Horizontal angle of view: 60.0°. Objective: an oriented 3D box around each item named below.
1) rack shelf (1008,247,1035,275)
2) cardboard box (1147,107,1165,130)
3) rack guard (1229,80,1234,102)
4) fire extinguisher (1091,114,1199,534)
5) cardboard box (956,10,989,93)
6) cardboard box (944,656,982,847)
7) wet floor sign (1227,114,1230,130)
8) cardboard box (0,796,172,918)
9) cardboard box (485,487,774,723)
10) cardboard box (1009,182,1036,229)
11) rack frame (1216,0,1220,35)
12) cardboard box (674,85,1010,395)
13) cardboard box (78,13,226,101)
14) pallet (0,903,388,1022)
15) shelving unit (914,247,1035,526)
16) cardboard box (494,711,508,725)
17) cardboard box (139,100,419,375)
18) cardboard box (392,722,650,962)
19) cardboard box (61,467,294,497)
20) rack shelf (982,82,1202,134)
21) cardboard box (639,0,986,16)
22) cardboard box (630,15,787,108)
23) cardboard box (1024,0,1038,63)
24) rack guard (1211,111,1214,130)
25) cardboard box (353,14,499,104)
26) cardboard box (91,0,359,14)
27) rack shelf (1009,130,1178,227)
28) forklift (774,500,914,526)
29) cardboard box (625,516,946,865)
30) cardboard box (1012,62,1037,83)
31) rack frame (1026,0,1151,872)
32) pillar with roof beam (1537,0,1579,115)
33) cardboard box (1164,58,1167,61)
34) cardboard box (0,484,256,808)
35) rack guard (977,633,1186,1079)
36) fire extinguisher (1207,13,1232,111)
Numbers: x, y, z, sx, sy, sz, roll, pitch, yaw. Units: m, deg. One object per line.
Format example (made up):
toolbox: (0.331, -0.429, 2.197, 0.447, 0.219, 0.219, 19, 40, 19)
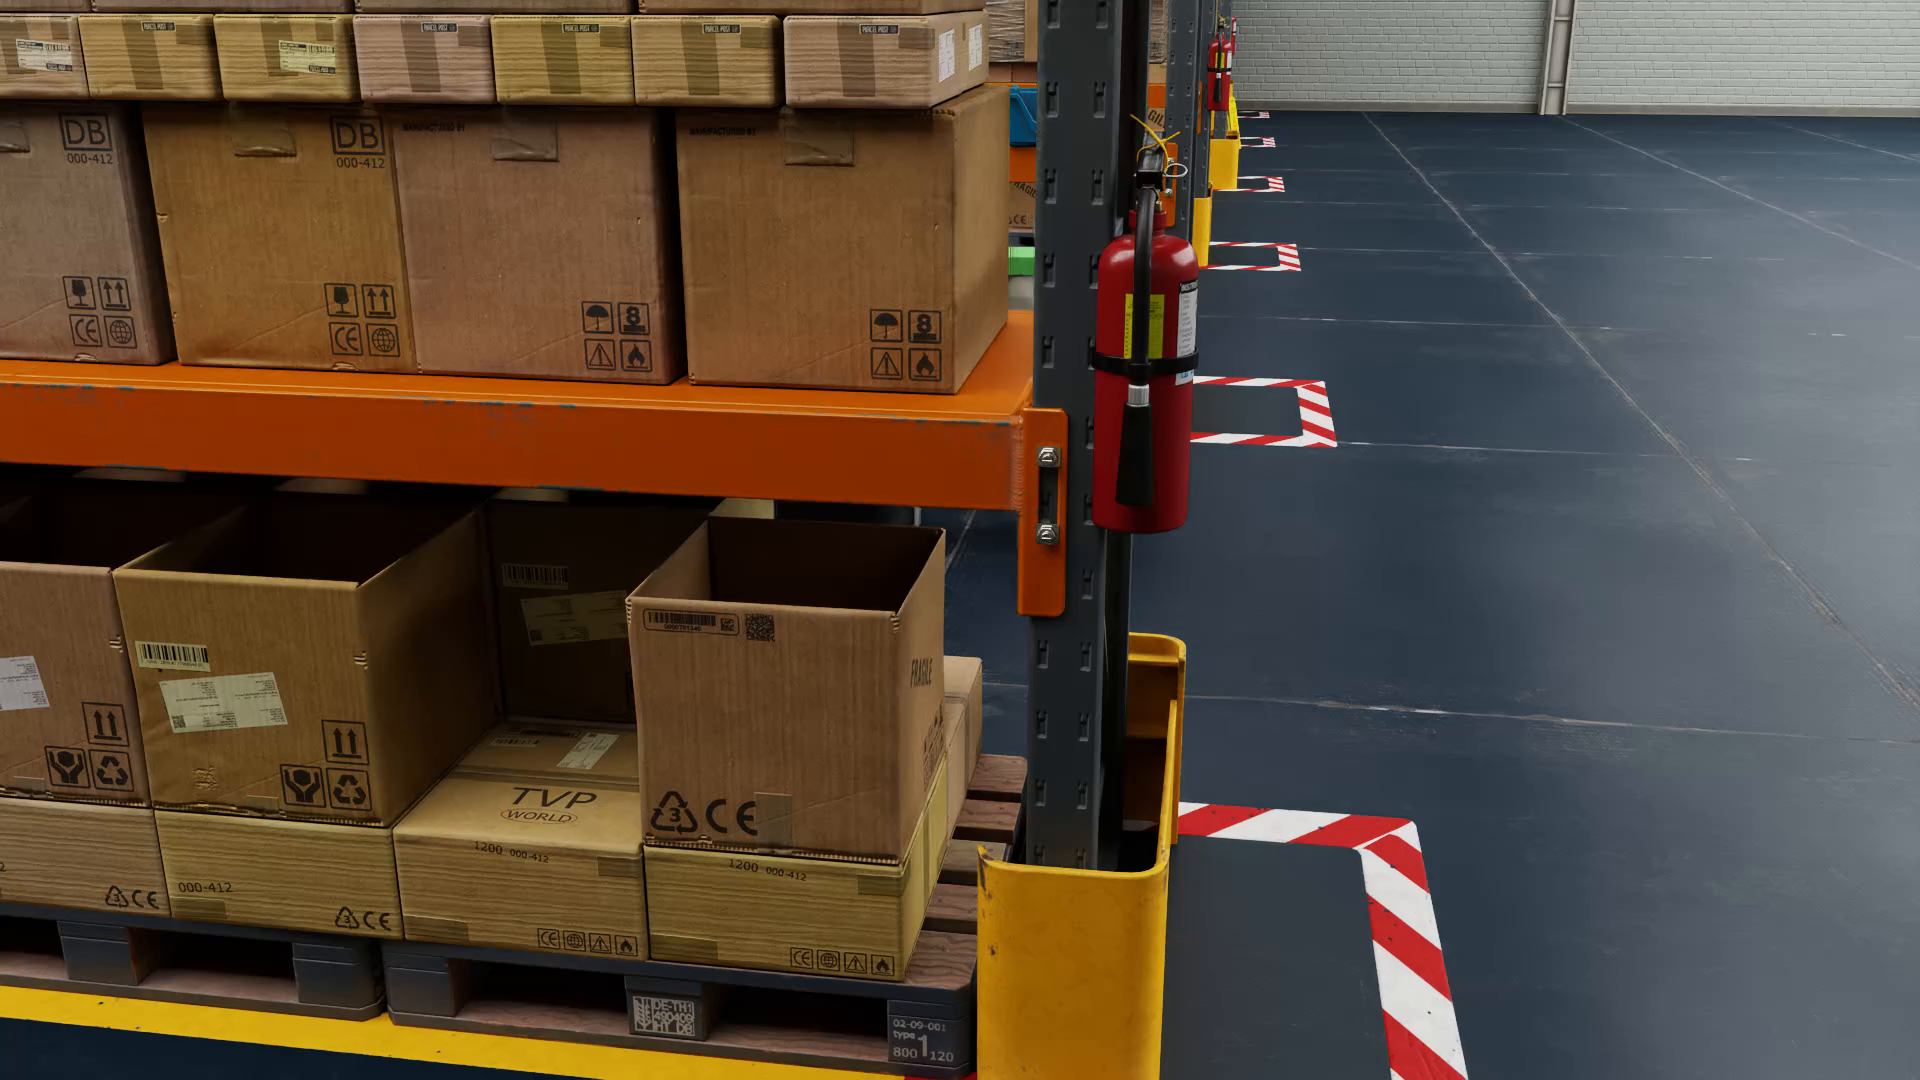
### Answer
rack shelf: (0.083, -0.983, 6.038, 0.480, 0.148, 0.258, 0, 19, 1)
cardboard box: (2.043, -4.399, 17.409, 0.875, 0.875, 0.875, 3, 19, 9)
rack guard: (4.216, -7.118, 26.790, 0.348, 0.500, 1.175, 3, 19, 9)
fire extinguisher: (0.305, -0.354, 2.754, 0.183, 0.674, 0.296, 3, 19, 9)
cardboard box: (-0.091, -0.984, 3.337, 0.250, 0.149, 0.380, 3, 19, 8)
cardboard box: (-0.232, 0.466, 3.853, 0.500, 0.250, 0.500, 3, 19, 9)
wet floor sign: (3.066, -4.696, 19.322, 0.232, 0.644, 0.267, 0, 19, -1)
cardboard box: (-1.797, 0.557, 3.583, 0.500, 0.250, 0.500, 3, 19, 9)
cardboard box: (-0.726, 0.086, 3.808, 0.500, 0.500, 0.500, 3, 19, 9)
cardboard box: (0.627, -2.715, 12.967, 0.500, 0.500, 0.500, 8, 20, 23)
rack frame: (3.409, -6.750, 21.749, 0.127, 3.000, 1.000, 3, 19, 9)
cardboard box: (-0.197, -0.617, 3.261, 0.500, 0.500, 0.700, 3, 19, 9)
cardboard box: (-1.424, -0.921, 3.149, 0.250, 0.149, 0.380, 3, 19, 10)
pallet: (-1.701, 0.693, 3.899, 1.213, 0.211, 1.003, 3, 19, 9)
shelving unit: (0.083, -0.588, 6.170, 0.503, 1.200, 0.258, 0, 19, 1)
cardboard box: (-1.220, 0.417, 4.001, 0.500, 0.250, 0.500, 3, 19, 9)
cardboard box: (-1.206, -0.668, 3.416, 0.500, 0.500, 0.700, 3, 19, 9)
cardboard box: (-0.810, 0.607, 3.432, 0.500, 0.250, 0.500, 3, 19, 9)
cardboard box: (-1.713, 0.034, 3.963, 0.500, 0.500, 0.500, 3, 19, 9)
rack shelf: (-0.138, -3.405, 12.885, 4.000, 0.370, 1.077, 3, 19, 9)
cardboard box: (-0.249, -1.235, 3.063, 0.500, 0.500, 0.700, 3, 19, 9)
cardboard box: (-0.404, -0.869, 2.993, 0.250, 0.149, 0.380, 3, 19, 10)
cardboard box: (0.786, -3.857, 12.478, 0.500, 0.500, 0.875, 3, 19, 9)
rack guard: (3.334, -5.568, 22.157, 0.348, 0.500, 1.175, 3, 19, 9)
cardboard box: (-0.905, -0.895, 3.071, 0.250, 0.149, 0.380, 3, 19, 9)
cardboard box: (-1.267, -1.284, 3.212, 0.500, 0.500, 0.700, 3, 19, 9)
rack shelf: (-0.923, -1.853, 8.247, 4.000, 0.370, 1.077, 3, 19, 9)
forklift: (-1.698, -1.398, 5.862, 3.031, 2.935, 1.130, 0, 19, 1)
cardboard box: (-0.315, 0.274, 3.248, 0.500, 0.500, 0.500, 3, 19, 9)
cardboard box: (0.536, -3.528, 12.515, 0.250, 0.149, 0.380, 3, 19, 9)
rack frame: (0.262, -0.542, 3.195, 0.127, 3.000, 1.000, 3, 19, 9)
pillar with roof beam: (8.889, -9.817, 21.460, 0.400, 9.000, 9.100, 3, 19, 9)
cardboard box: (1.593, -3.615, 12.776, 0.250, 0.149, 0.380, 3, 19, 9)
cardboard box: (-1.798, 0.202, 3.461, 0.500, 0.500, 0.500, 3, 19, 9)
rack guard: (0.286, 0.645, 3.588, 0.348, 0.500, 1.175, 3, 19, 9)
fire extinguisher: (1.877, -3.458, 12.033, 0.183, 0.674, 0.296, 3, 19, 9)
